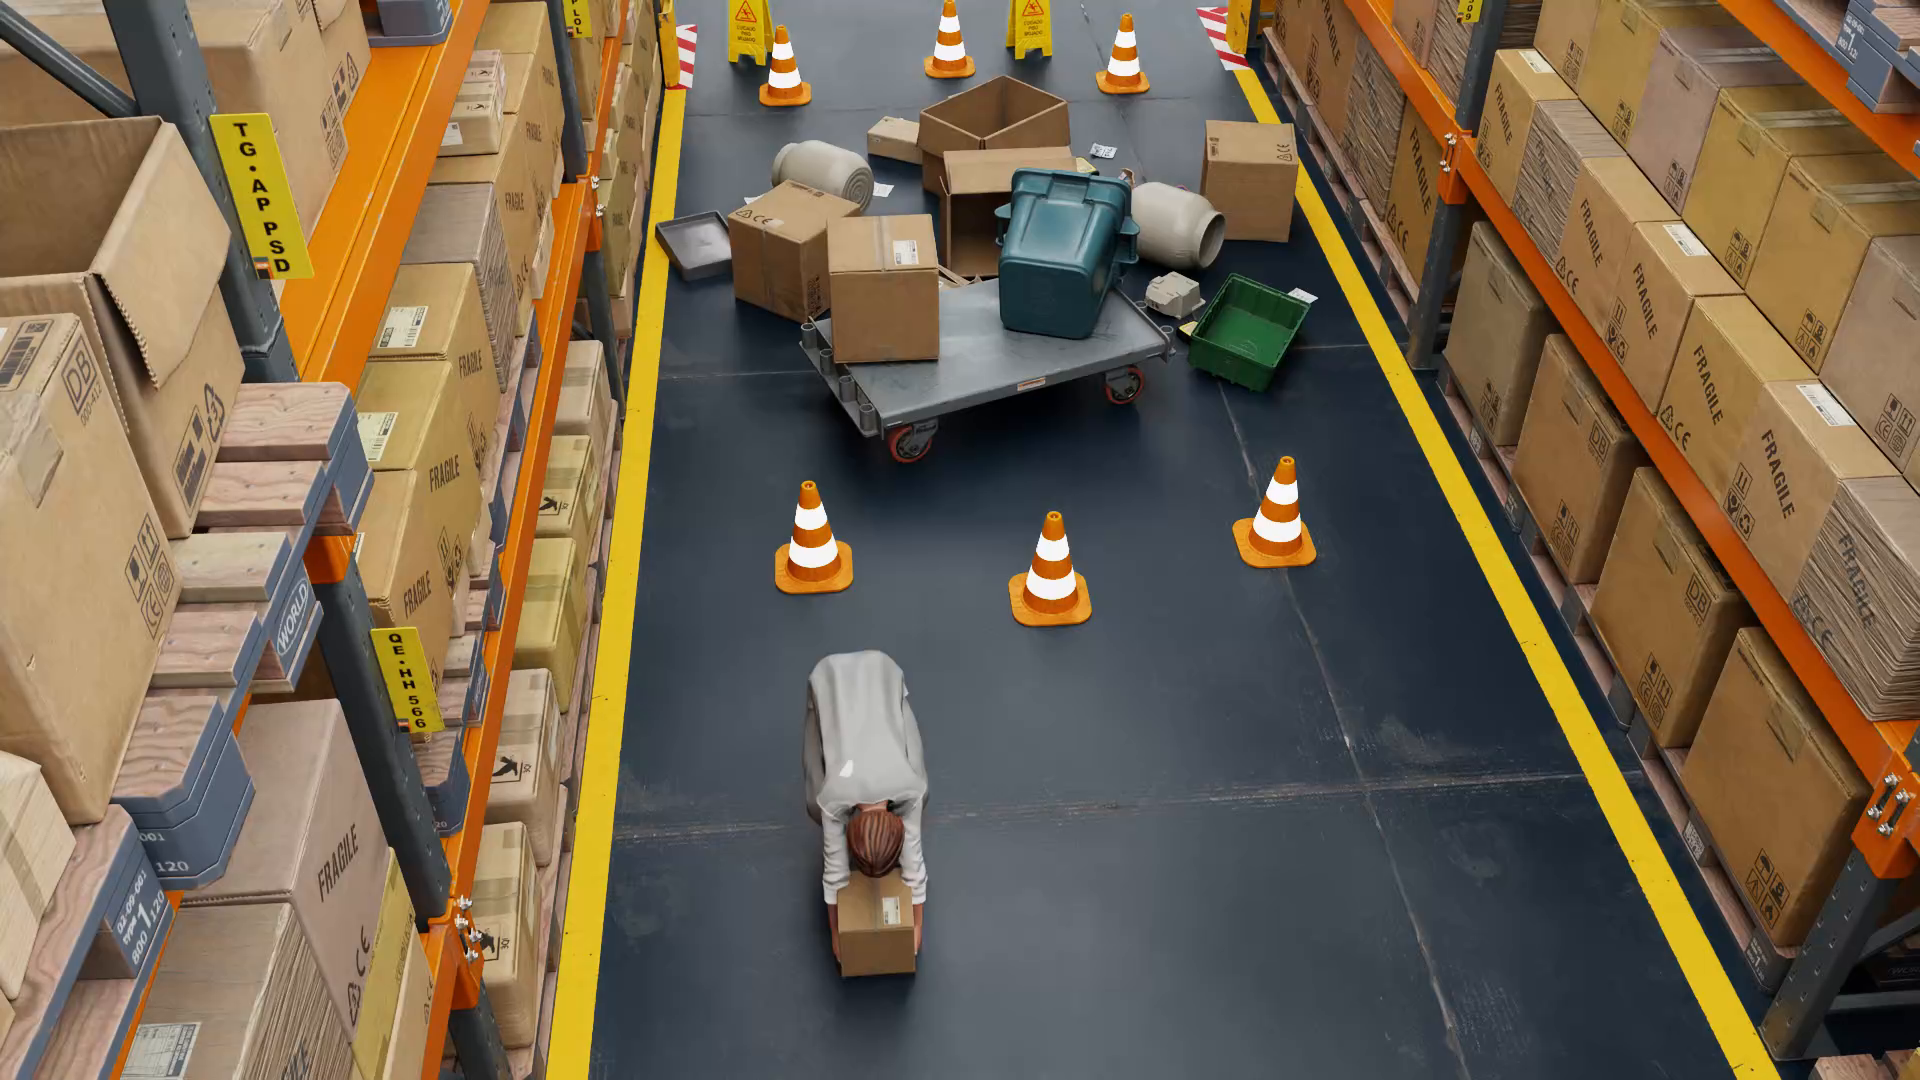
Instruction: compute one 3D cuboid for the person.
[{"bbox_3d":[-0.317,0.882,5.698,0.423,0.832,0.856,-5,40,-6],"label":"person"}]
